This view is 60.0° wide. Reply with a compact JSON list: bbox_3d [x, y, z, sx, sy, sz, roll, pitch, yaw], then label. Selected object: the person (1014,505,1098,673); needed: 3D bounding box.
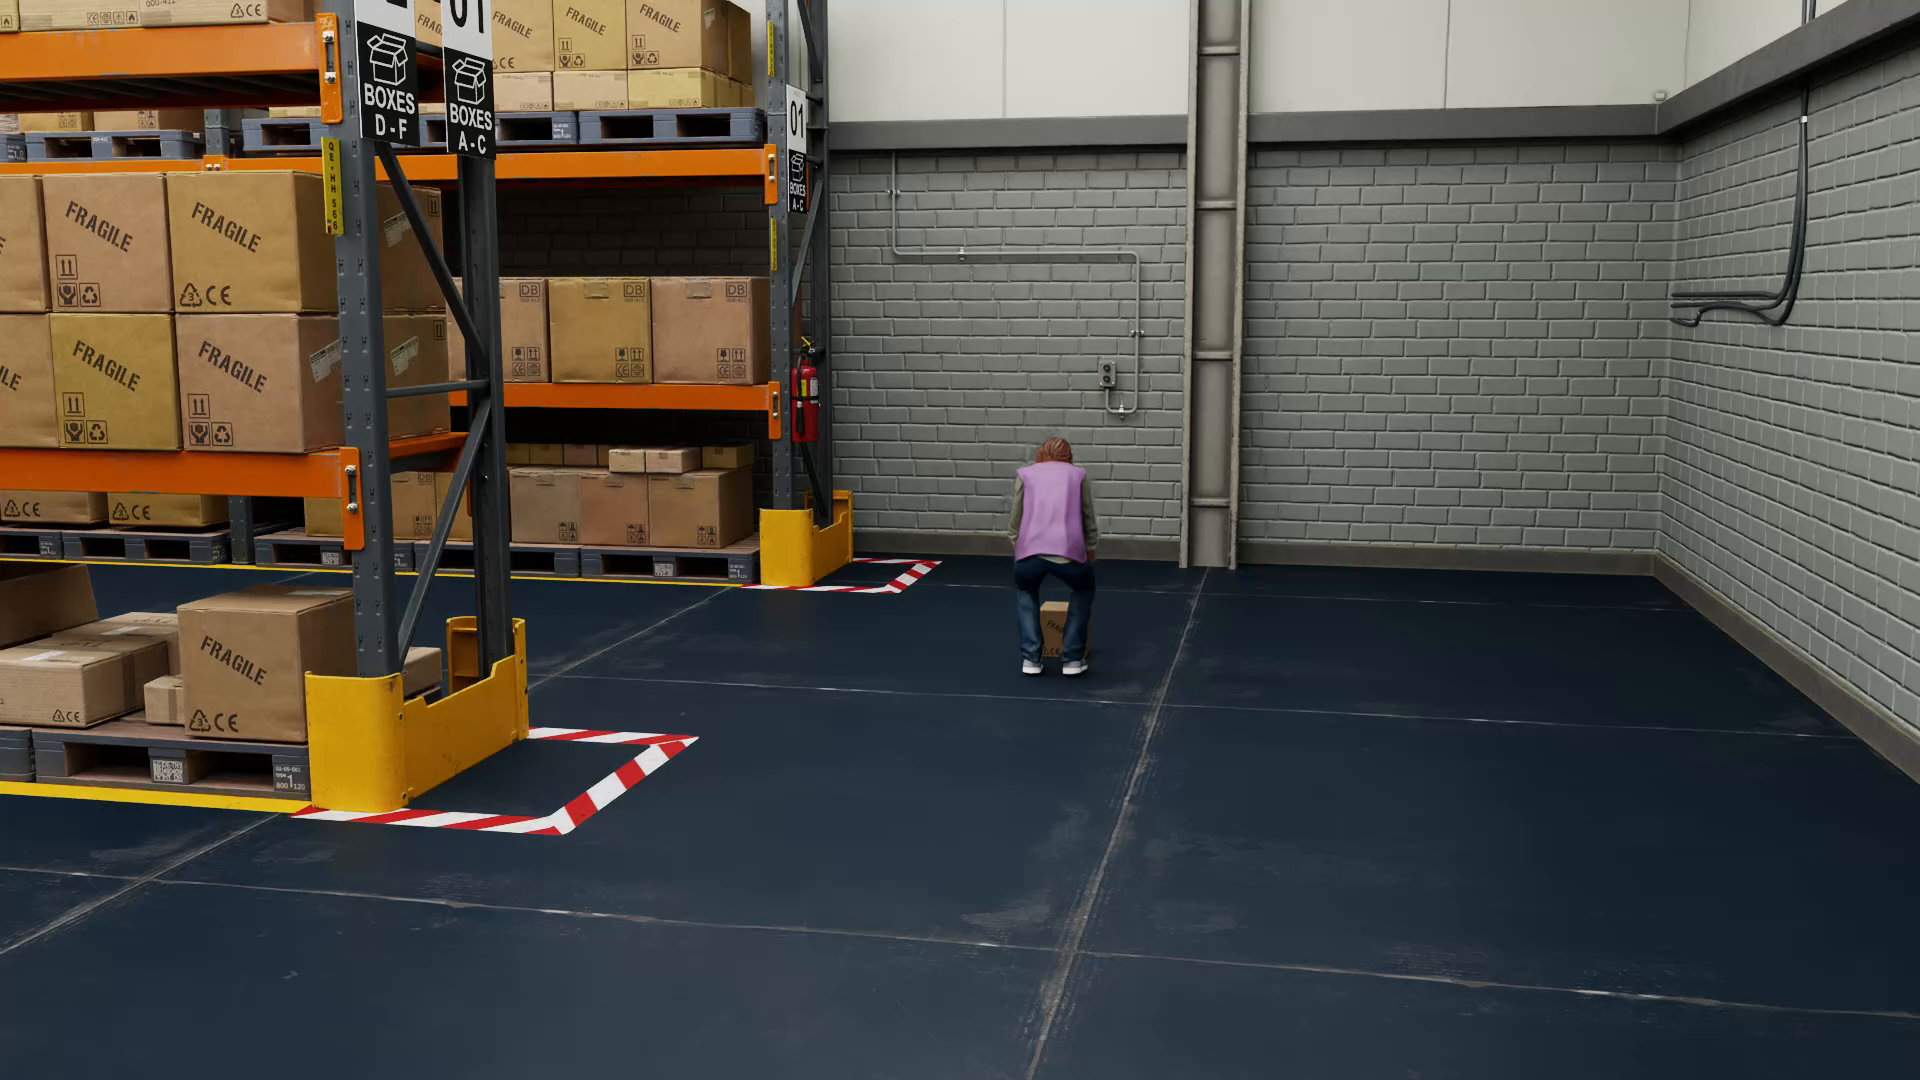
[{"bbox_3d":[0.489,0.225,8.429,0.423,0.846,0.853,1,8,8],"label":"person"}]
